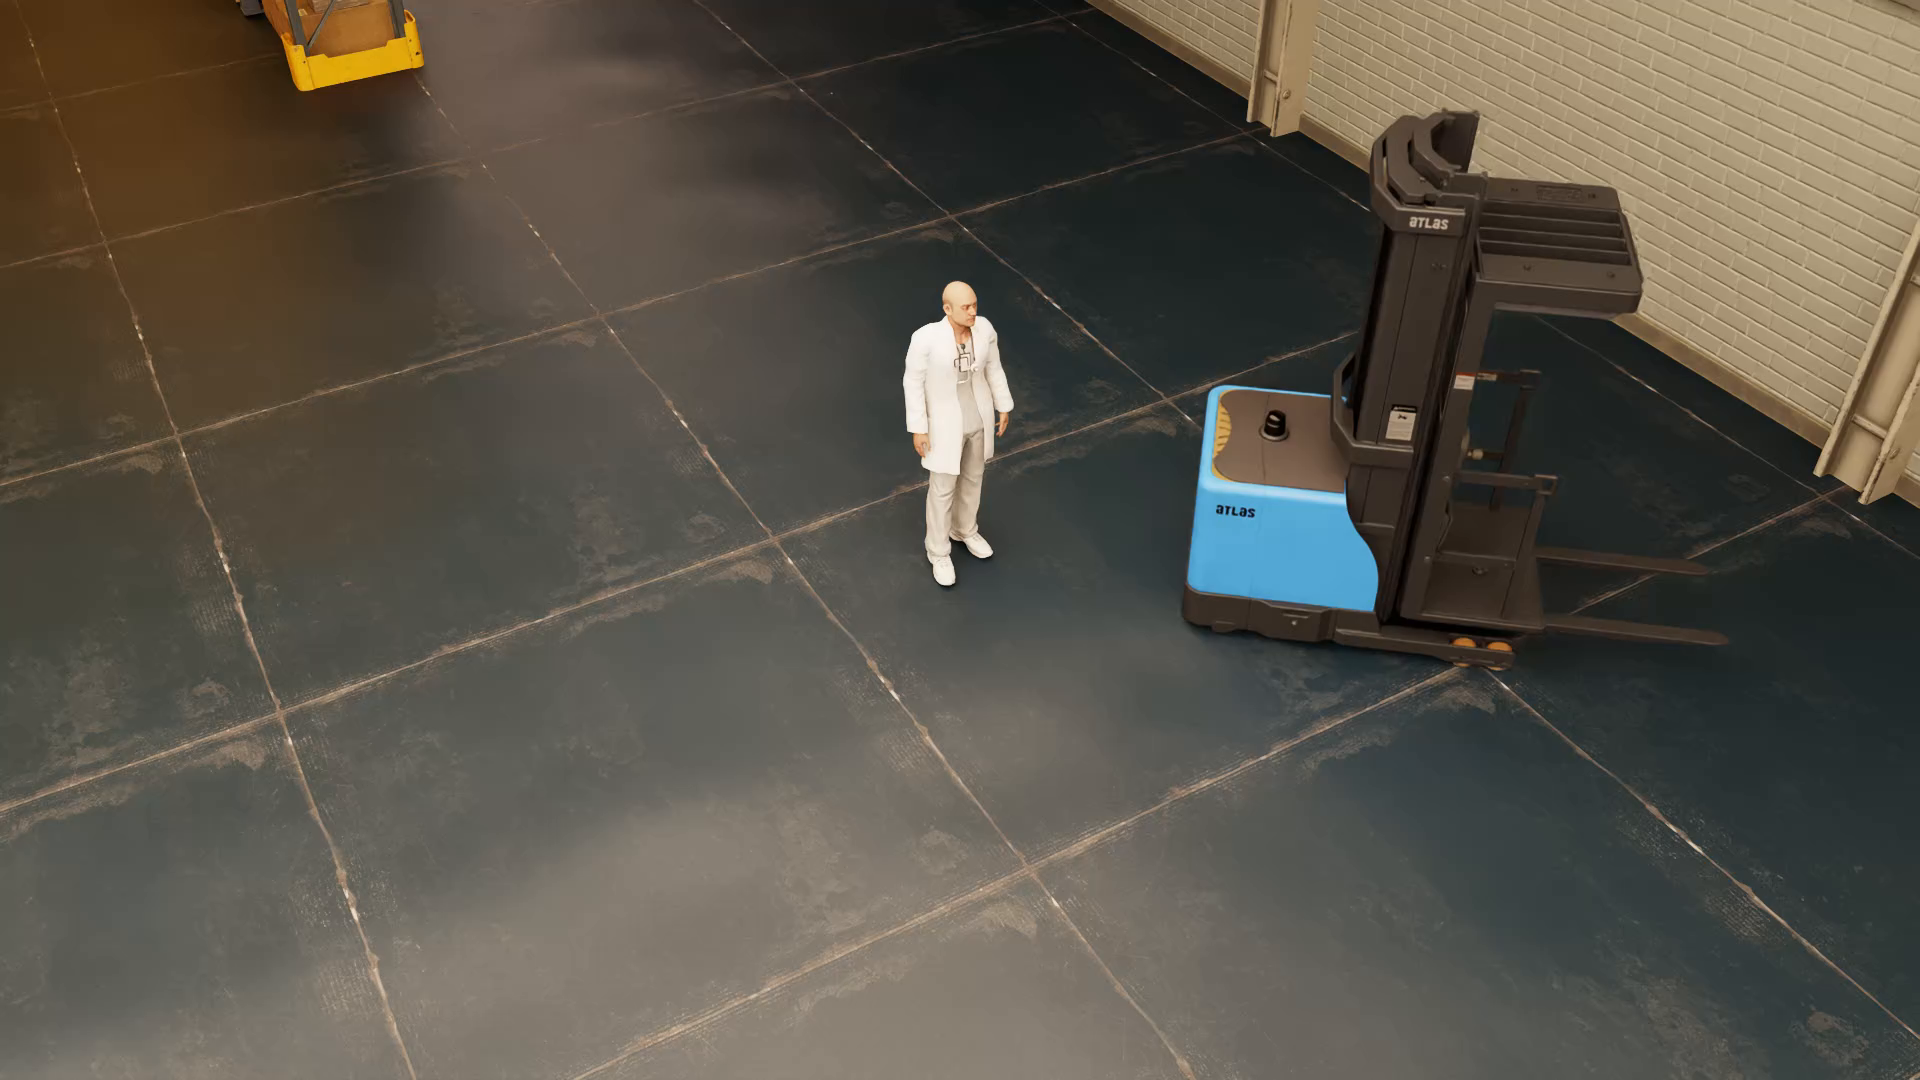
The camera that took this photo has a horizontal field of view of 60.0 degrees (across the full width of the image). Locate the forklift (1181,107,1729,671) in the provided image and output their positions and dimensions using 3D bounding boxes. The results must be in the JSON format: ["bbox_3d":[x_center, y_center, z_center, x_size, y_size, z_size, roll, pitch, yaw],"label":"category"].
[{"bbox_3d":[2.860,-0.755,8.947,3.031,2.935,1.130,6,40,8],"label":"forklift"}]

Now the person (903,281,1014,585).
[{"bbox_3d":[0.043,-0.638,9.697,0.698,1.779,0.577,-20,44,-23],"label":"person"}]
